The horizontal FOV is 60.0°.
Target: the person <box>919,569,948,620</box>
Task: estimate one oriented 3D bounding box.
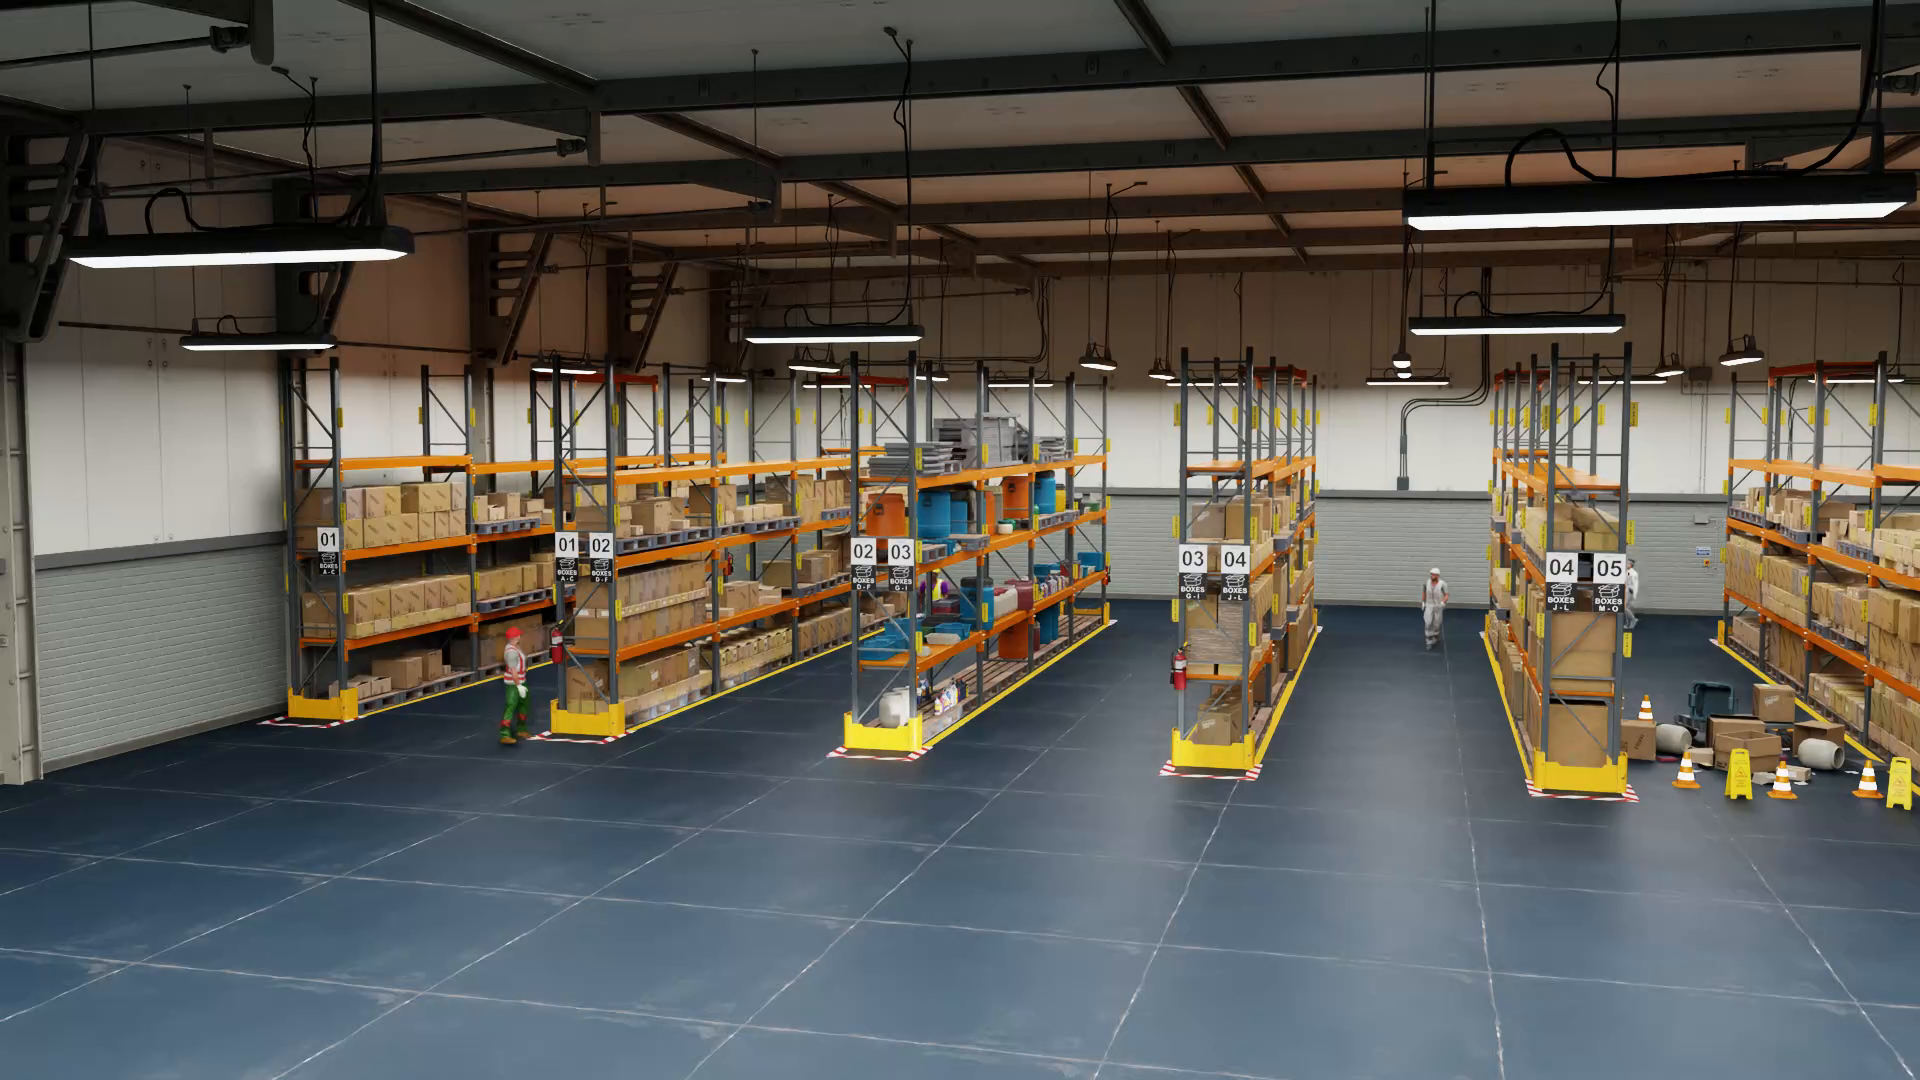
[{"bbox_3d":[-0.606,1.468,36.524,0.698,1.746,1.003,1,4,14],"label":"person"}]

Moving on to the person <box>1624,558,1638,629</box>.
[{"bbox_3d":[15.765,1.261,39.295,0.431,1.682,0.467,0,4,1],"label":"person"}]

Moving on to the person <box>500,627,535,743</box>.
[{"bbox_3d":[-6.851,2.239,25.709,0.453,1.826,0.657,0,4,0],"label":"person"}]

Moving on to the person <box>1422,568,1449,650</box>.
[{"bbox_3d":[10.358,1.506,36.239,0.557,1.812,0.877,1,4,16],"label":"person"}]
